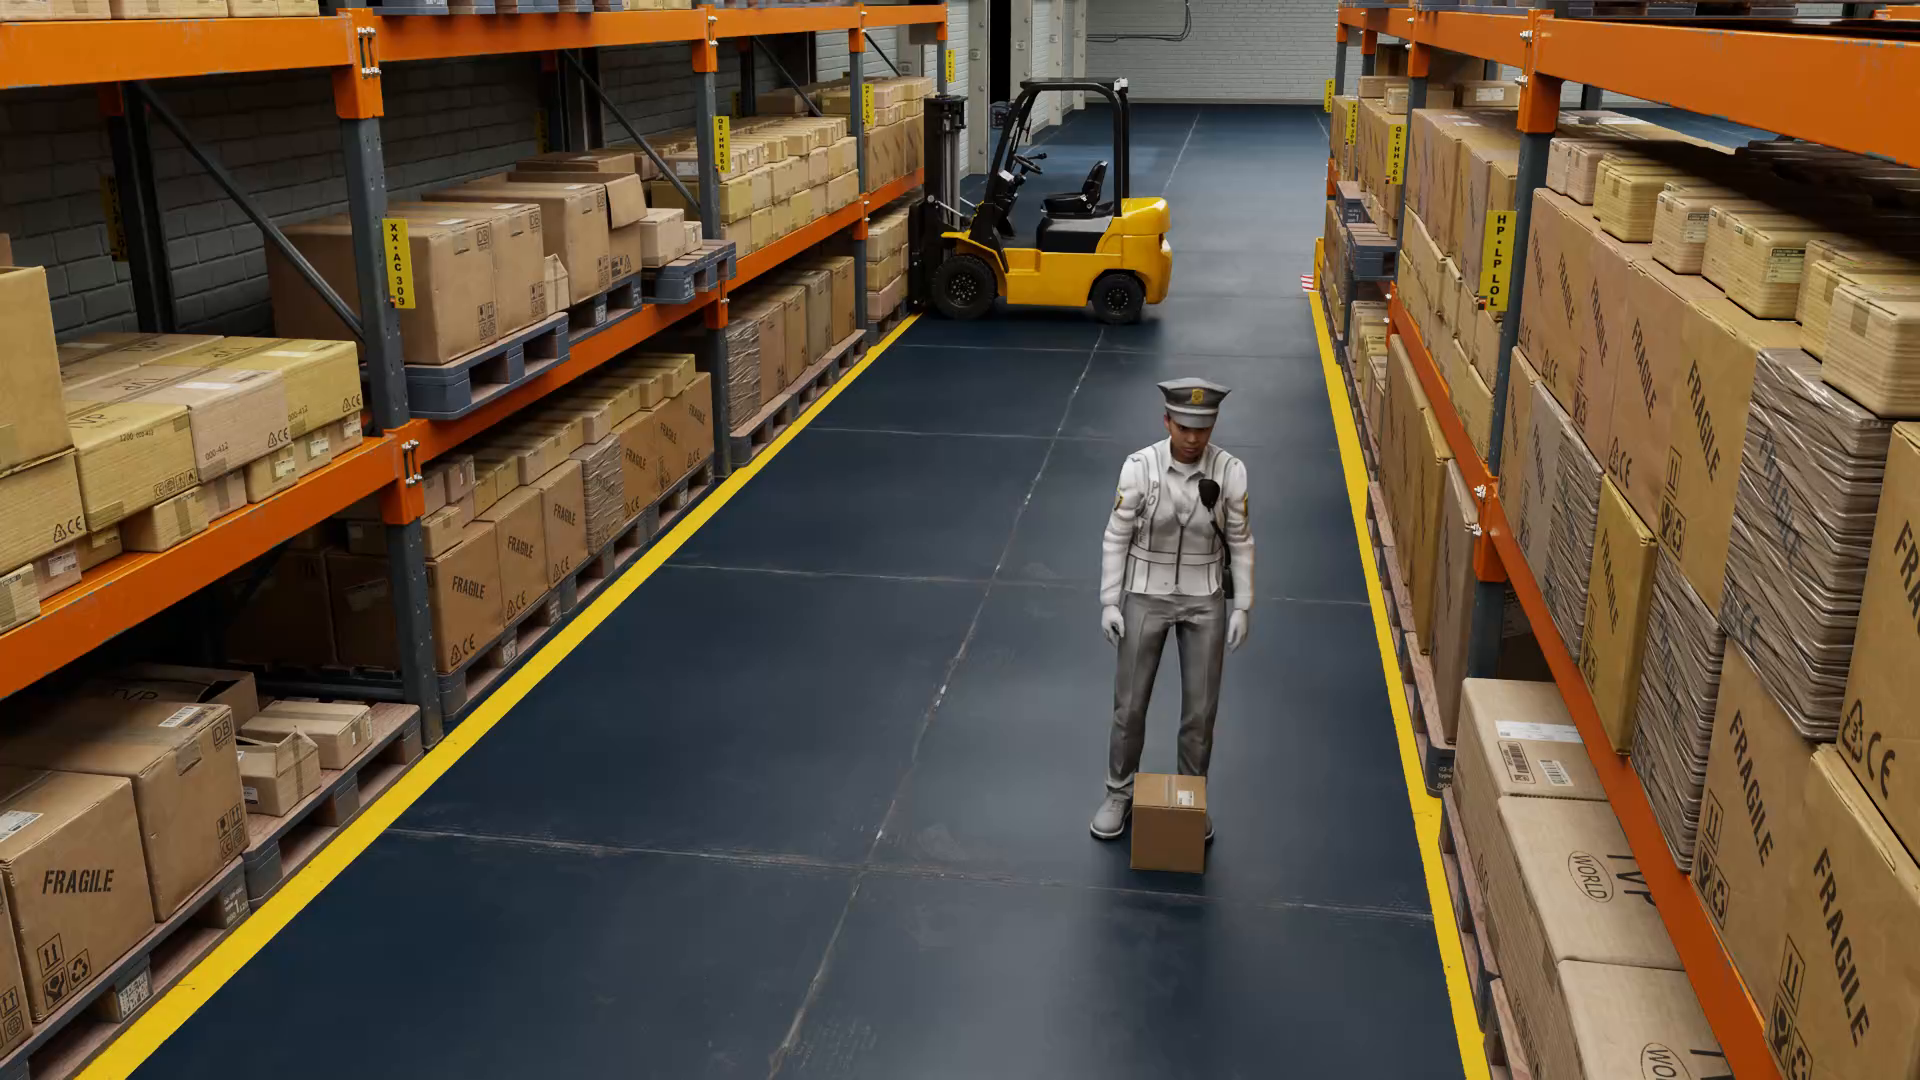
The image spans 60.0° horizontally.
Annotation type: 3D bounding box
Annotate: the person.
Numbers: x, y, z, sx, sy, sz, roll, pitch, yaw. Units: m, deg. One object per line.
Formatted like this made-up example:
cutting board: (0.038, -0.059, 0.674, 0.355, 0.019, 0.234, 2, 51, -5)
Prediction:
person: (0.752, 0.239, 5.811, 0.548, 1.665, 0.374, 2, 18, 5)
